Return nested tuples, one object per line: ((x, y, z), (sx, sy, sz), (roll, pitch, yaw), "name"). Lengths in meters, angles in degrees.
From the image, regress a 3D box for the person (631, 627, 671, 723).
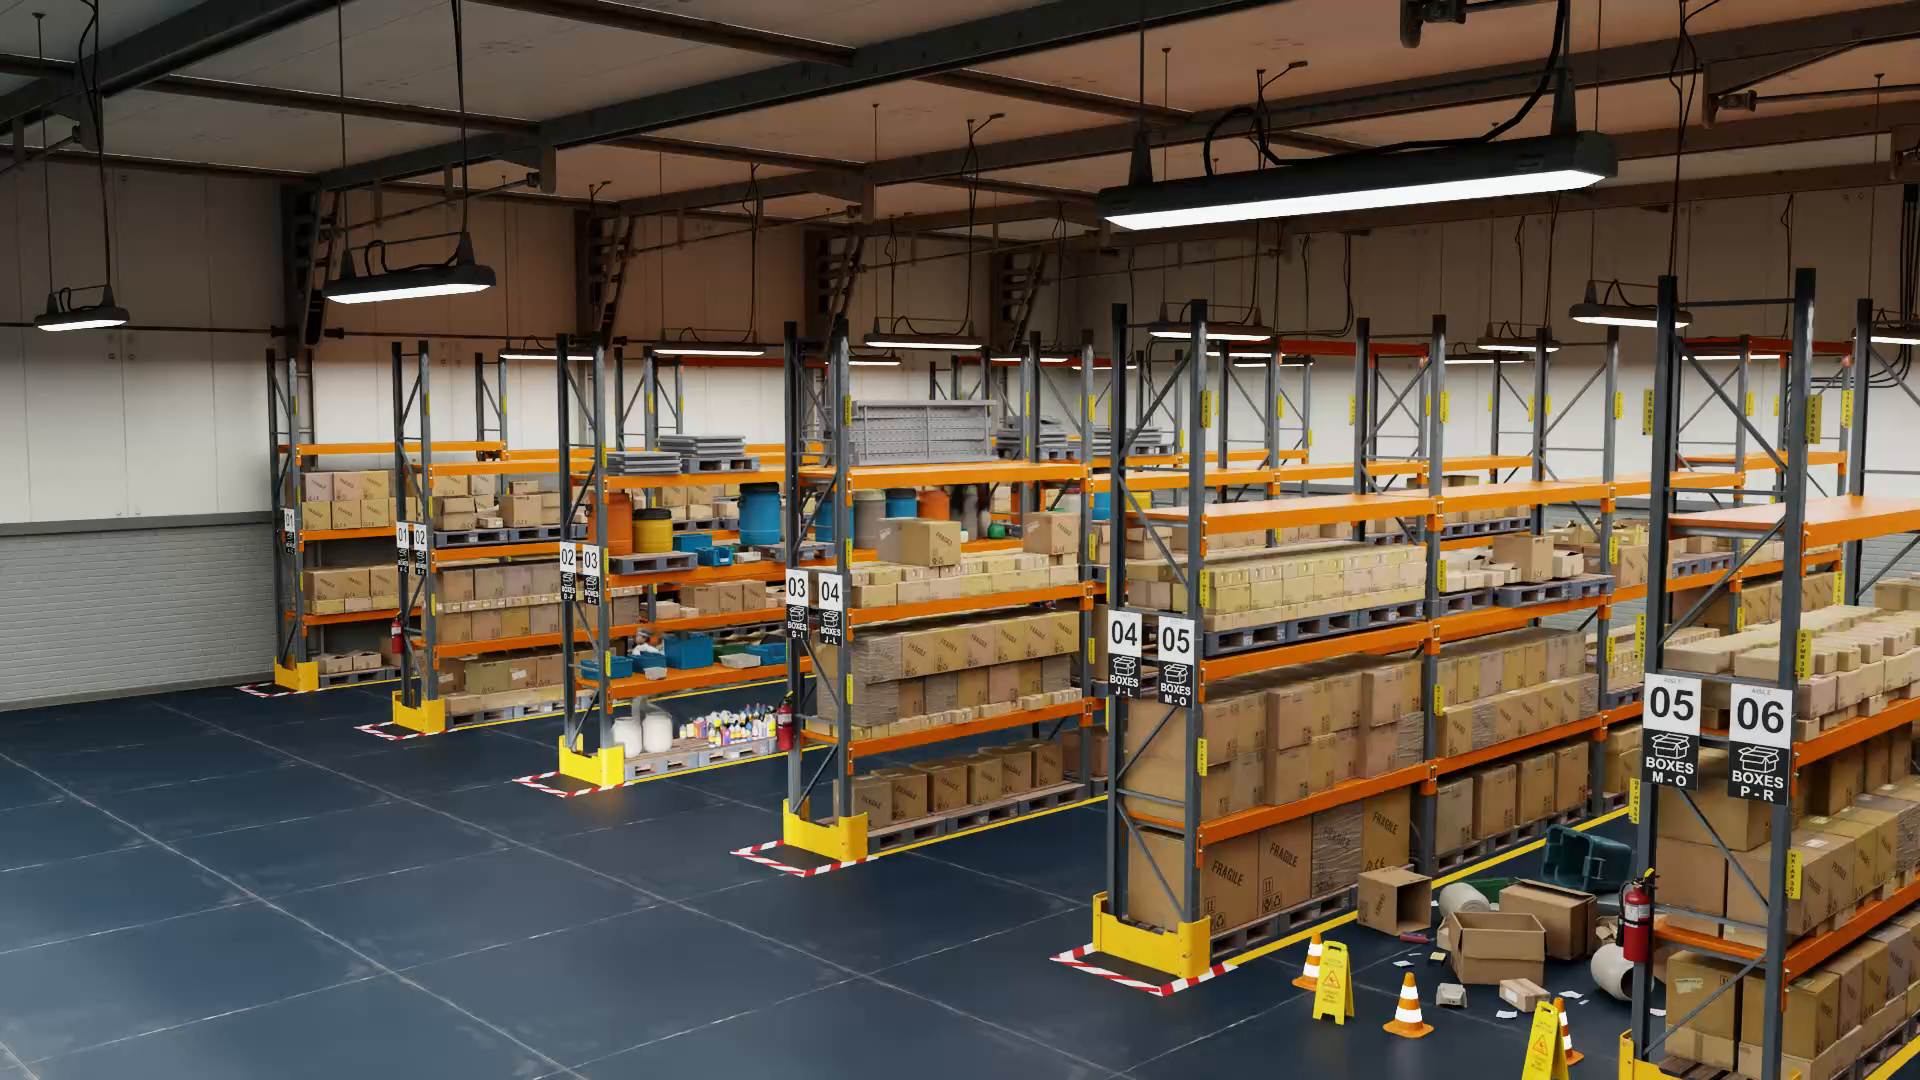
((-4.758, 2.154, 25.092), (0.921, 1.706, 0.626), (-4, 6, -37), "person")
